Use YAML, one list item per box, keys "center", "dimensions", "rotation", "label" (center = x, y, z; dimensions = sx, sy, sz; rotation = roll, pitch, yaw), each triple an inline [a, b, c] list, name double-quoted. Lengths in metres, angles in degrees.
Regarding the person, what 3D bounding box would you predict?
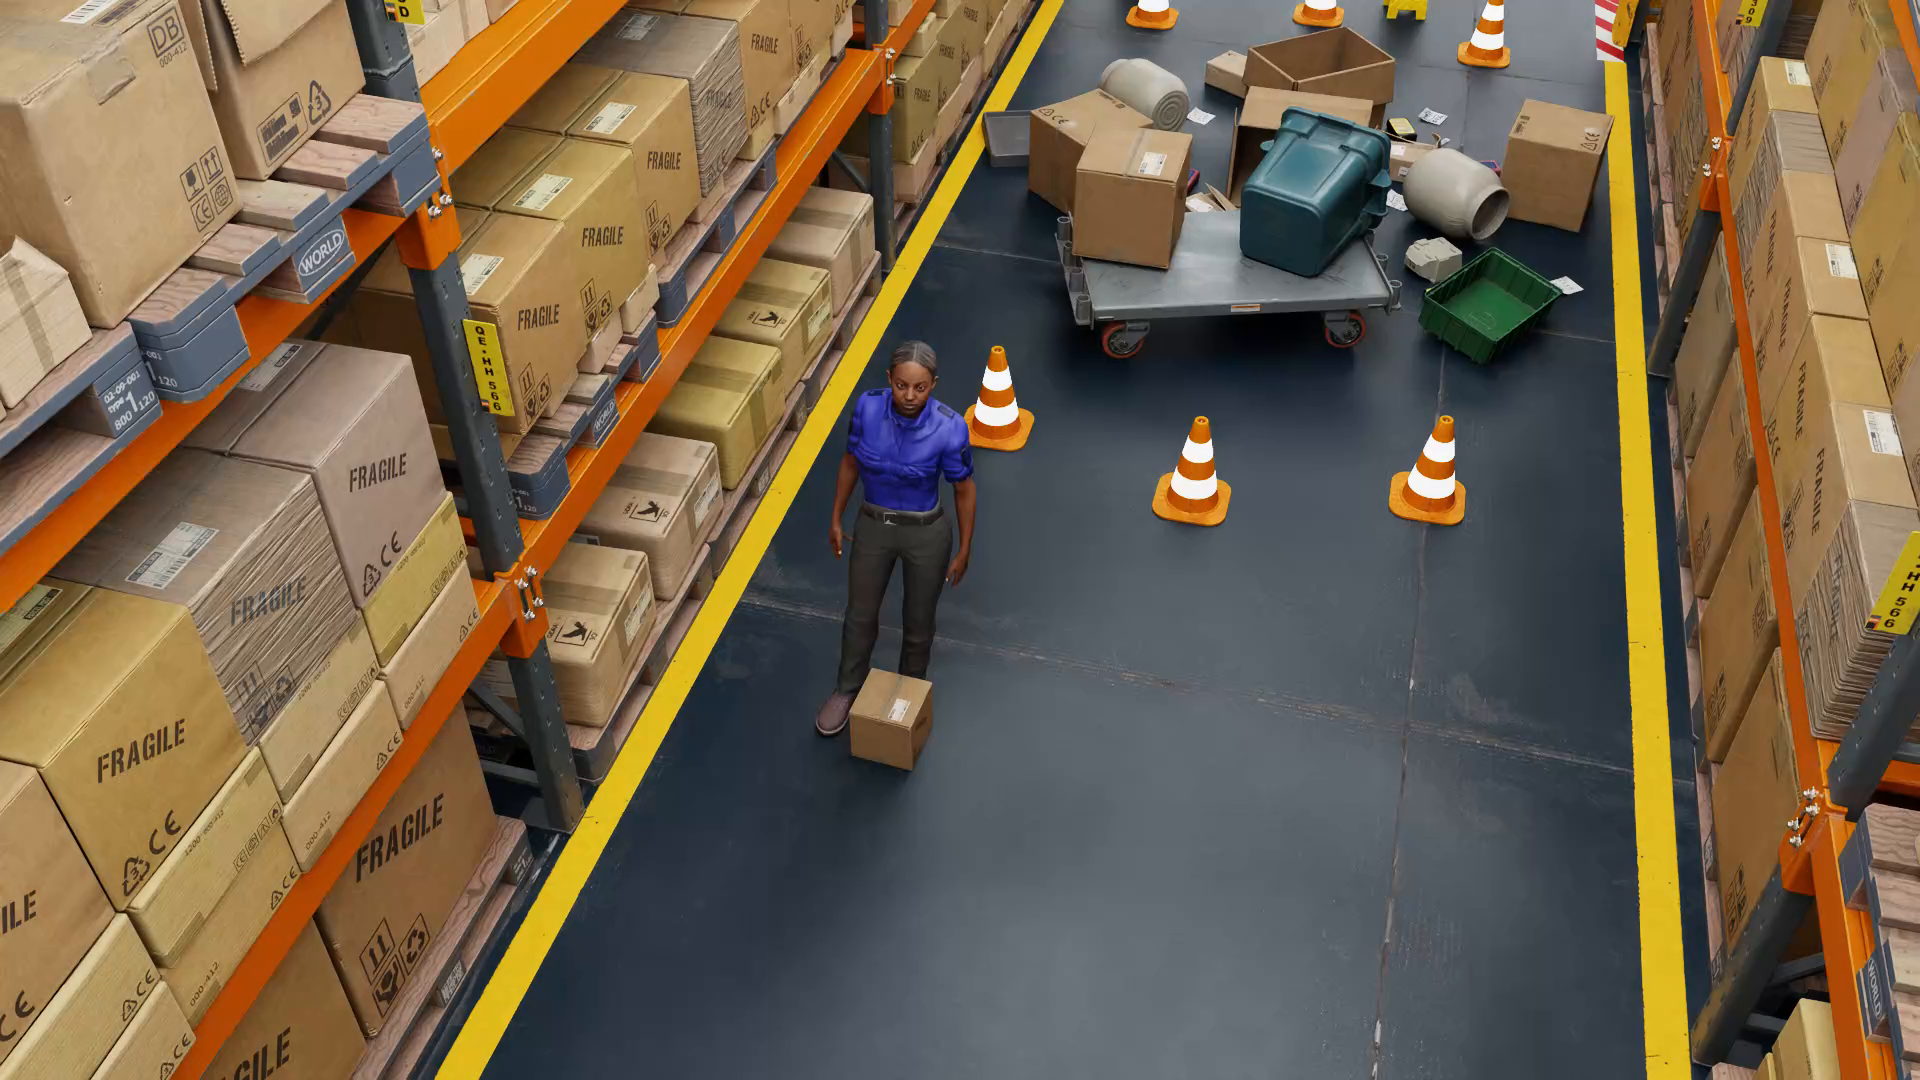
- center: [-0.246, 0.031, 6.115]
  dimensions: [0.569, 1.654, 0.504]
  rotation: [10, 42, 11]
  label: "person"
